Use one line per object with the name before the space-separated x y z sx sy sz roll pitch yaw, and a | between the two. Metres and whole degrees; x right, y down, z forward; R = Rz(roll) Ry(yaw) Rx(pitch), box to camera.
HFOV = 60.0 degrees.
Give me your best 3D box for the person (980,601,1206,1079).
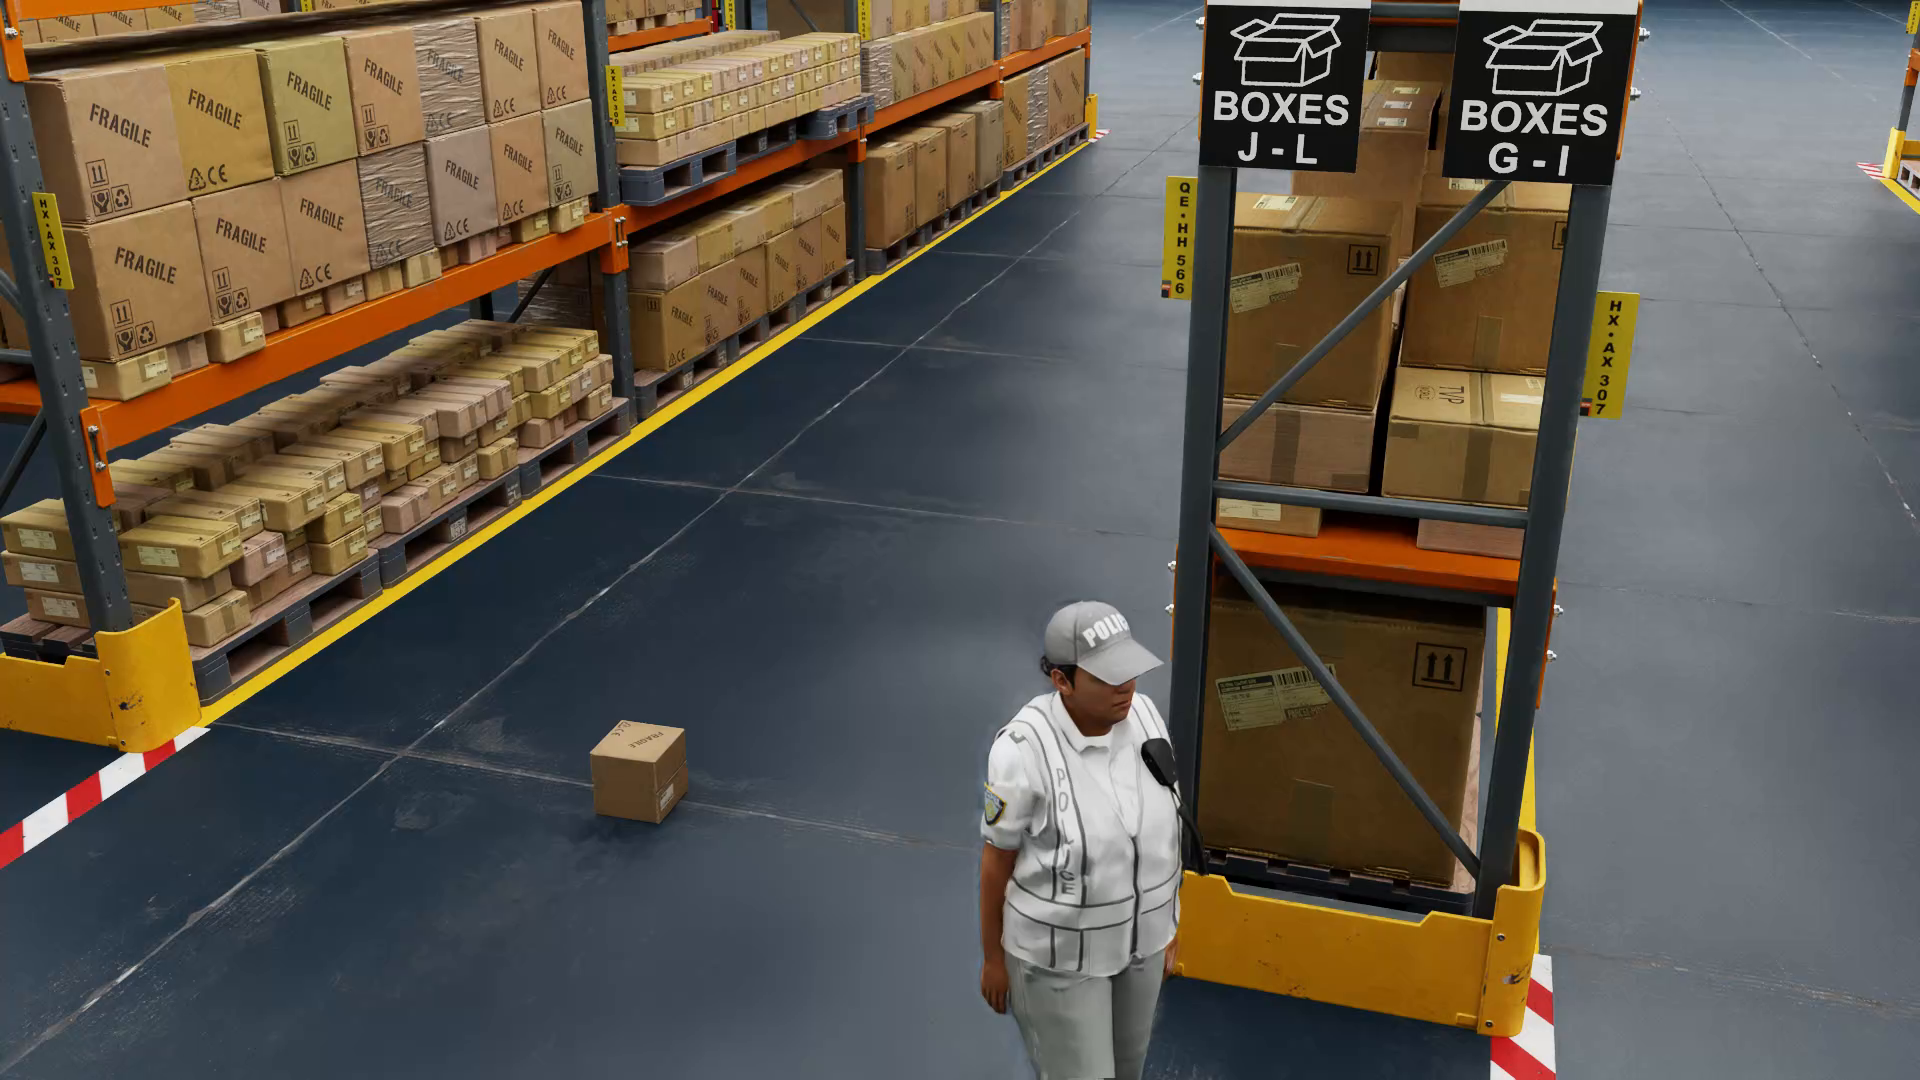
person | 0.317 0.931 3.758 0.485 1.690 0.468 -14 26 -31
